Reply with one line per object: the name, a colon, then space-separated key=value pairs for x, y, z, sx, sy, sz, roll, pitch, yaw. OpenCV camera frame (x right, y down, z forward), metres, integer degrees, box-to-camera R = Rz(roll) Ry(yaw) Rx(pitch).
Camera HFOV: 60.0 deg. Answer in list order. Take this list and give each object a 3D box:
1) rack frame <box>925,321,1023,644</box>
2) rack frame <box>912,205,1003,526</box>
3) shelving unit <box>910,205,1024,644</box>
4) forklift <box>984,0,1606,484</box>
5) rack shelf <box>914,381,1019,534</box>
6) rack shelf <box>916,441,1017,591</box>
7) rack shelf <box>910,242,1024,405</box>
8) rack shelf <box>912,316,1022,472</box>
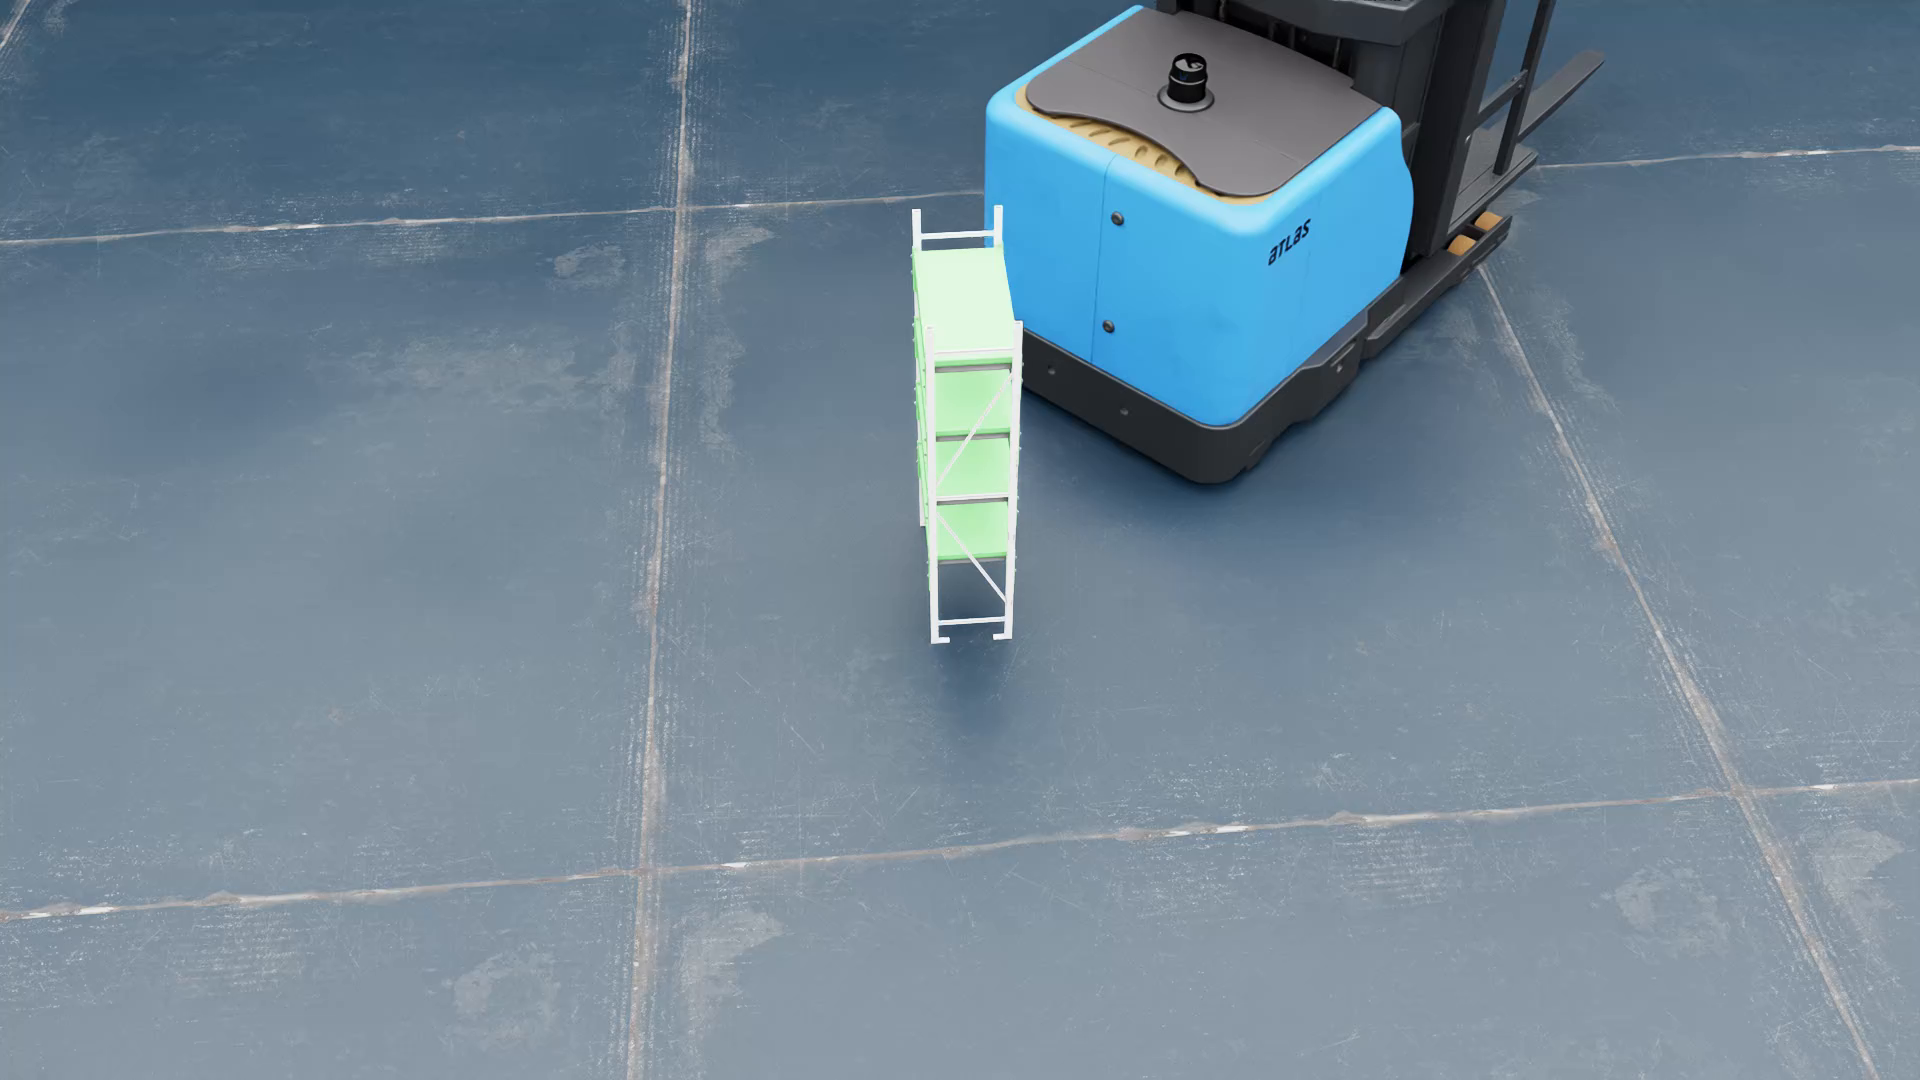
rack frame: x=0.034 y=-0.116 z=4.534 sx=0.240 sy=1.200 sz=0.015 roll=-3 pitch=47 yaw=-3
rack frame: x=-0.007 y=-0.469 z=4.868 sx=0.240 sy=1.200 sz=0.015 roll=-3 pitch=47 yaw=-3
shelving unit: x=0.014 y=-0.293 z=4.701 sx=0.258 sy=1.200 sz=0.503 roll=-3 pitch=47 yaw=-3
forklift: x=1.410 y=-2.184 z=5.300 sx=1.130 sy=2.935 sz=3.031 roll=32 pitch=54 yaw=27
rack shelf: x=0.014 y=-0.249 z=4.747 sx=0.258 sy=0.148 sz=0.480 roll=-3 pitch=47 yaw=-3
rack shelf: x=0.014 y=-0.084 z=4.922 sx=0.258 sy=0.148 sz=0.480 roll=-3 pitch=47 yaw=-3
rack shelf: x=0.014 y=-0.579 z=4.399 sx=0.258 sy=0.148 sz=0.480 roll=-3 pitch=47 yaw=-3
rack shelf: x=0.014 y=-0.414 z=4.573 sx=0.258 sy=0.148 sz=0.480 roll=-3 pitch=47 yaw=-3
